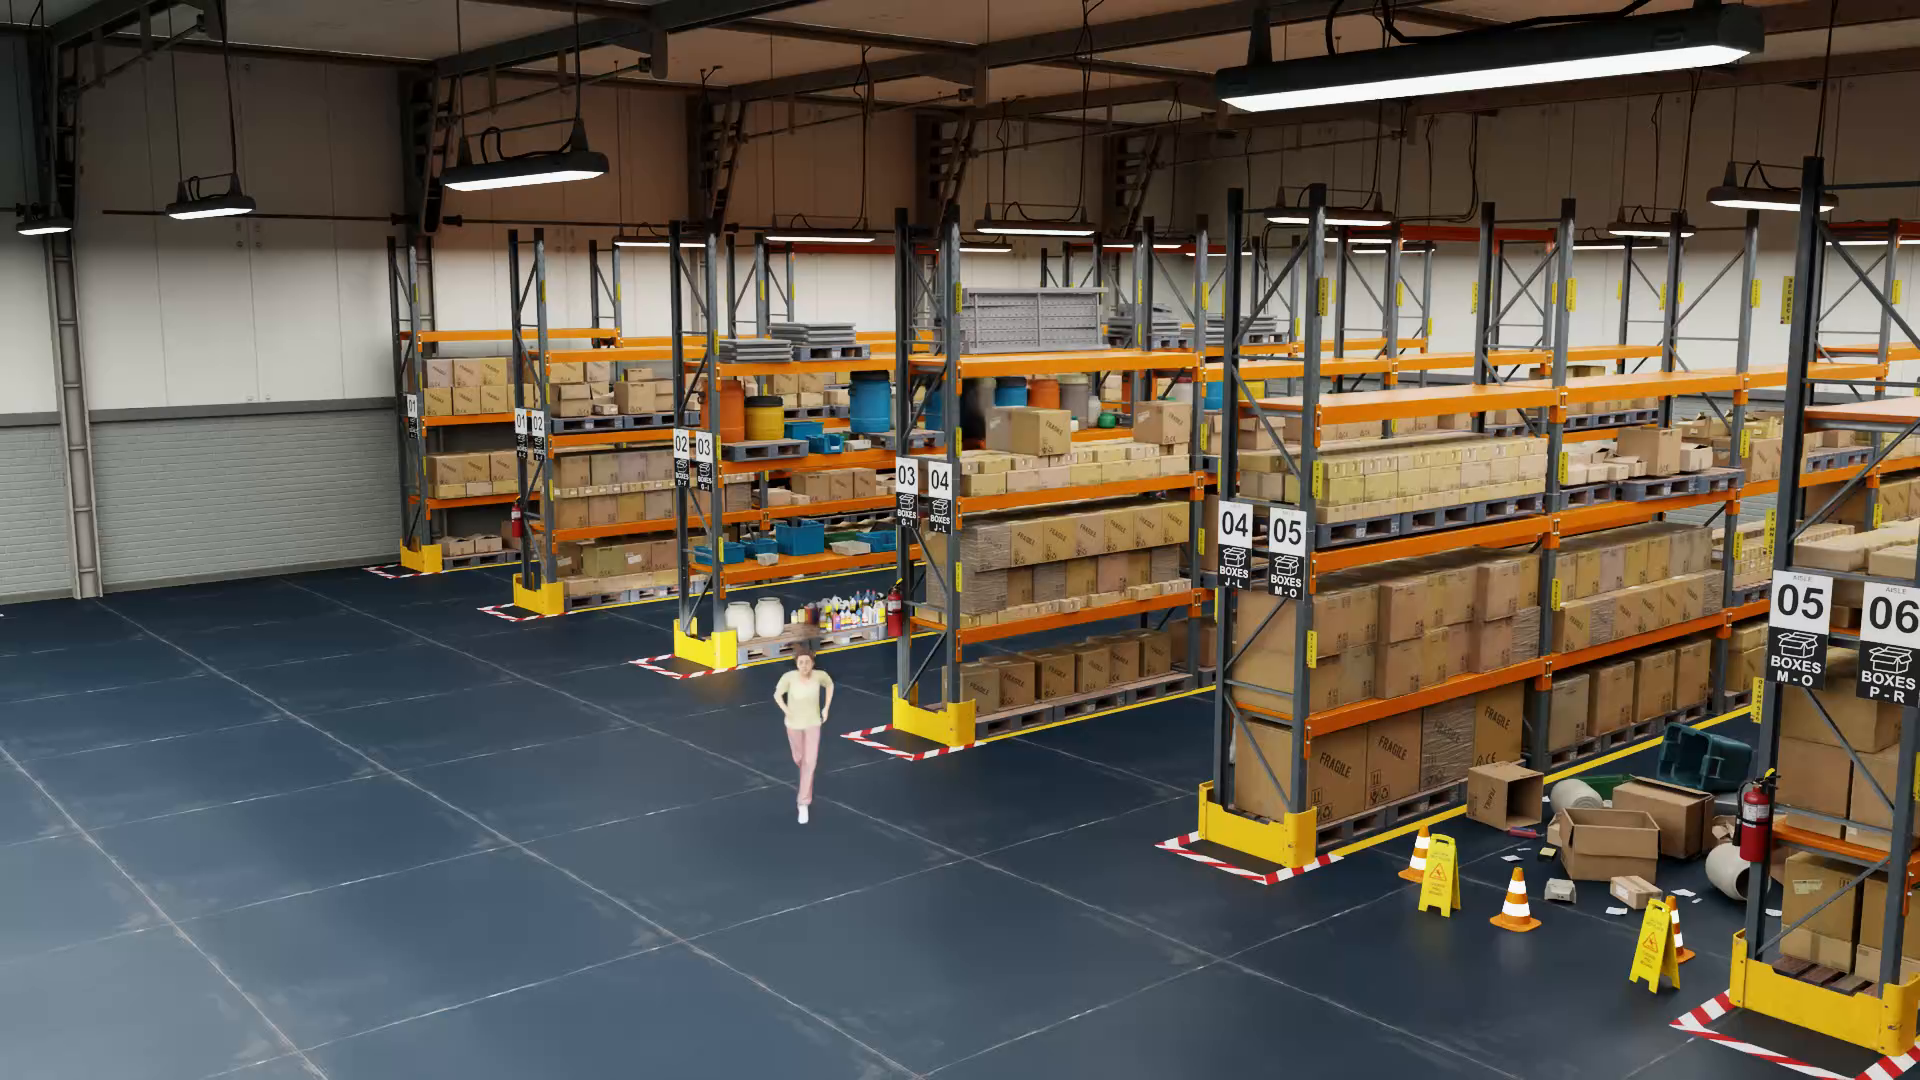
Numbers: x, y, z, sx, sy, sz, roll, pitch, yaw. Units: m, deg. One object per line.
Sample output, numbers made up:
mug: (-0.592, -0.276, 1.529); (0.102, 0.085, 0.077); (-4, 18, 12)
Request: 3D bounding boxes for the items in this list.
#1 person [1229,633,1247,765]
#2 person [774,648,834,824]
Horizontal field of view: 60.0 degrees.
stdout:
person: (3.193, 1.505, 18.045); (0.919, 1.783, 0.692); (-8, 12, -42)
person: (-1.539, 1.847, 16.462); (0.582, 1.658, 1.092); (0, 9, -2)
